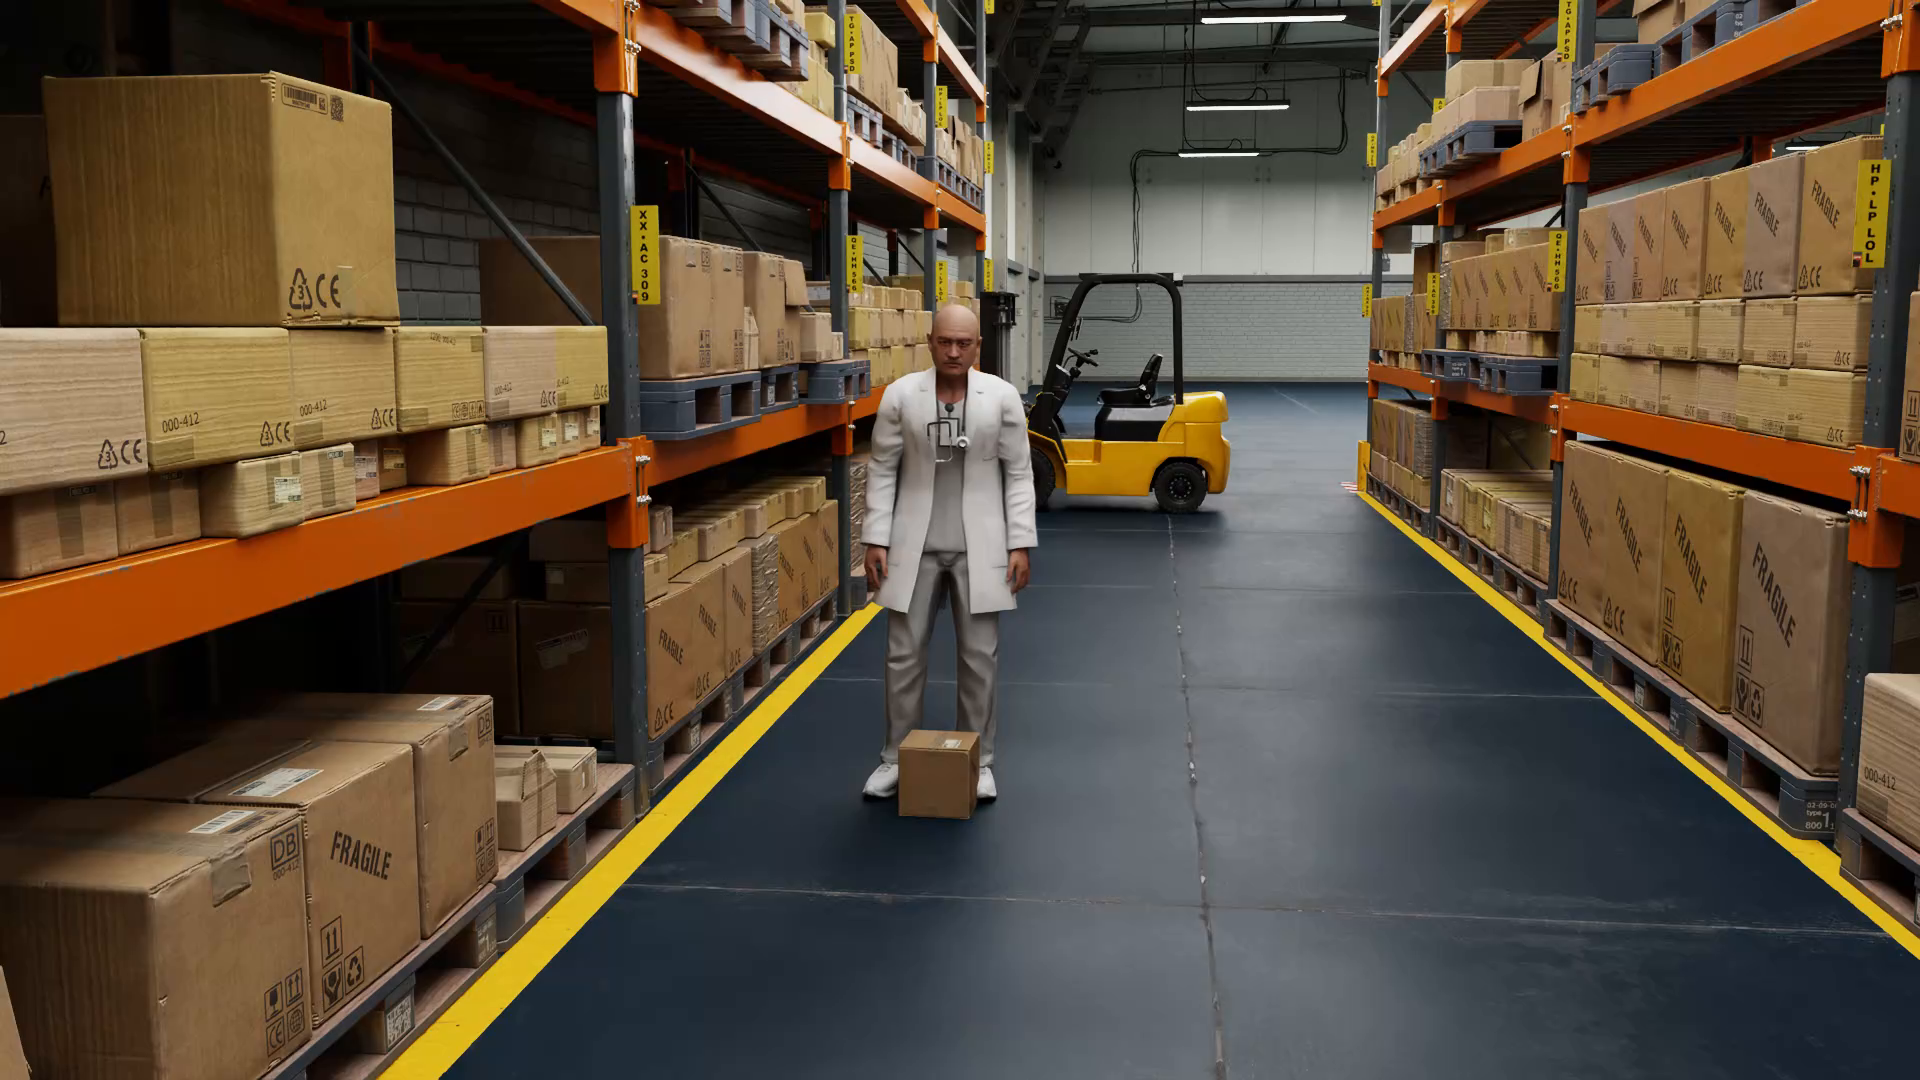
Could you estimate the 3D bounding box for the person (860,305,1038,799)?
[{"bbox_3d":[-0.041,0.041,6.037,0.648,1.772,0.429,0,7,3],"label":"person"}]
